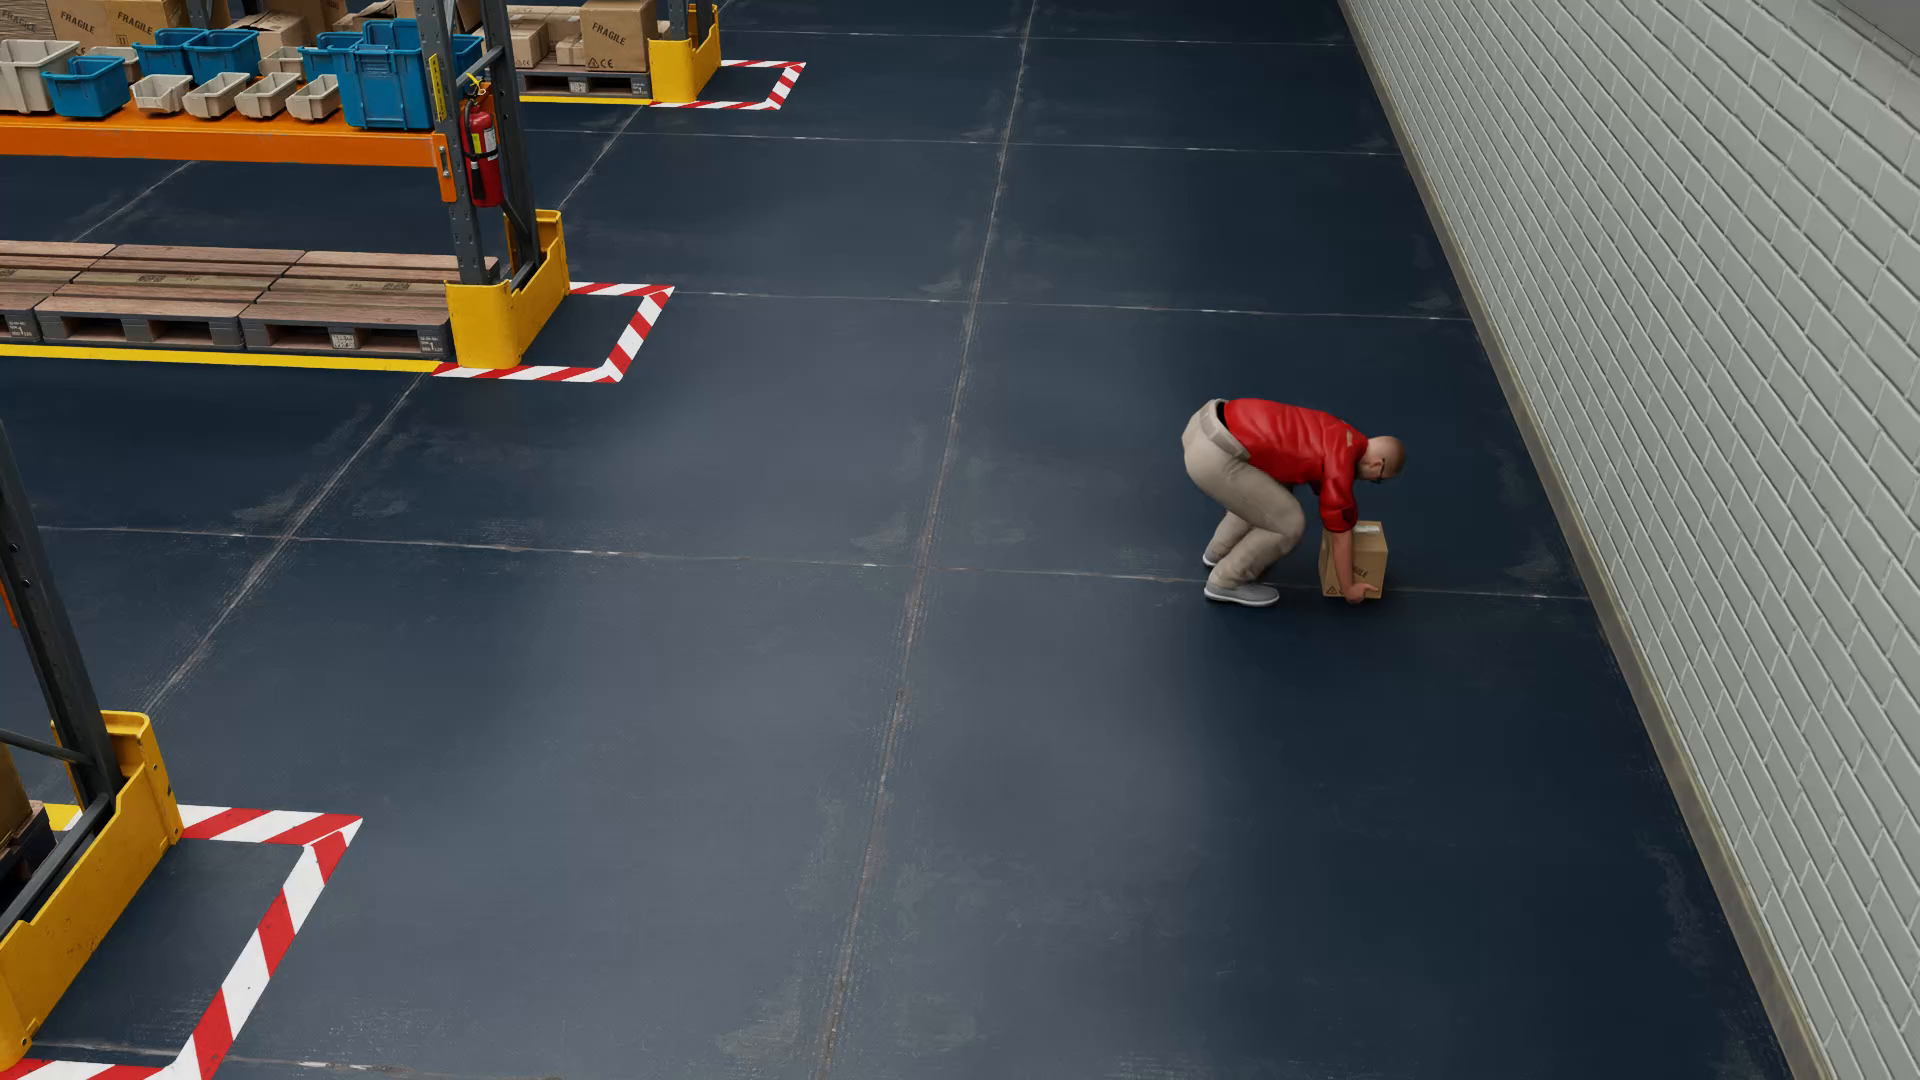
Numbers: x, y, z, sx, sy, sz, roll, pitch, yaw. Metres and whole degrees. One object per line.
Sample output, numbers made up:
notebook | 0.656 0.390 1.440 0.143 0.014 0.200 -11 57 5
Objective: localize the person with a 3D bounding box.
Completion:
person | 1.432 -0.188 7.248 0.956 0.894 0.542 1 32 2
